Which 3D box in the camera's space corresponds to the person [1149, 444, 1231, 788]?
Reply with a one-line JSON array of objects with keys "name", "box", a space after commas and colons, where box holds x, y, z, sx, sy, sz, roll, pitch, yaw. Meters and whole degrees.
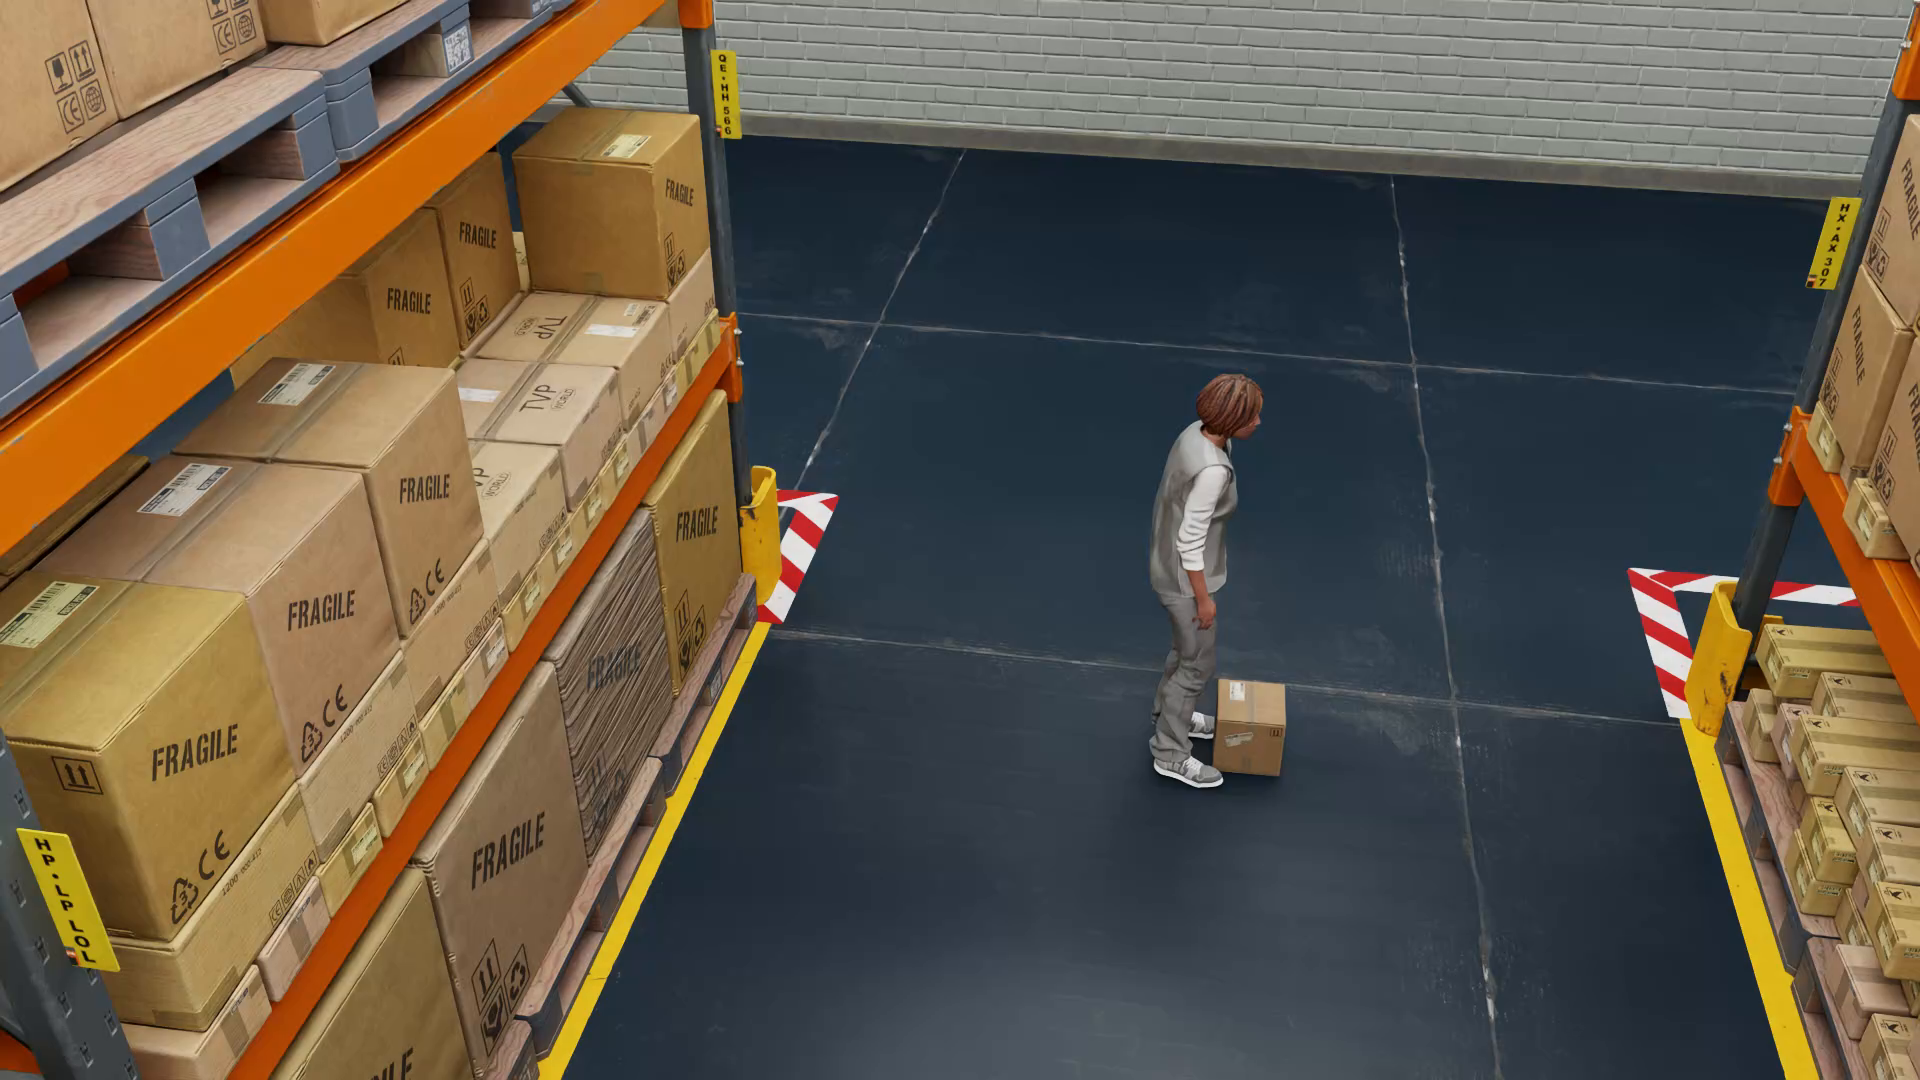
[{"name": "person", "box": [0.853, 0.231, 6.013, 0.326, 1.352, 0.466, 4, 33, 6]}]
